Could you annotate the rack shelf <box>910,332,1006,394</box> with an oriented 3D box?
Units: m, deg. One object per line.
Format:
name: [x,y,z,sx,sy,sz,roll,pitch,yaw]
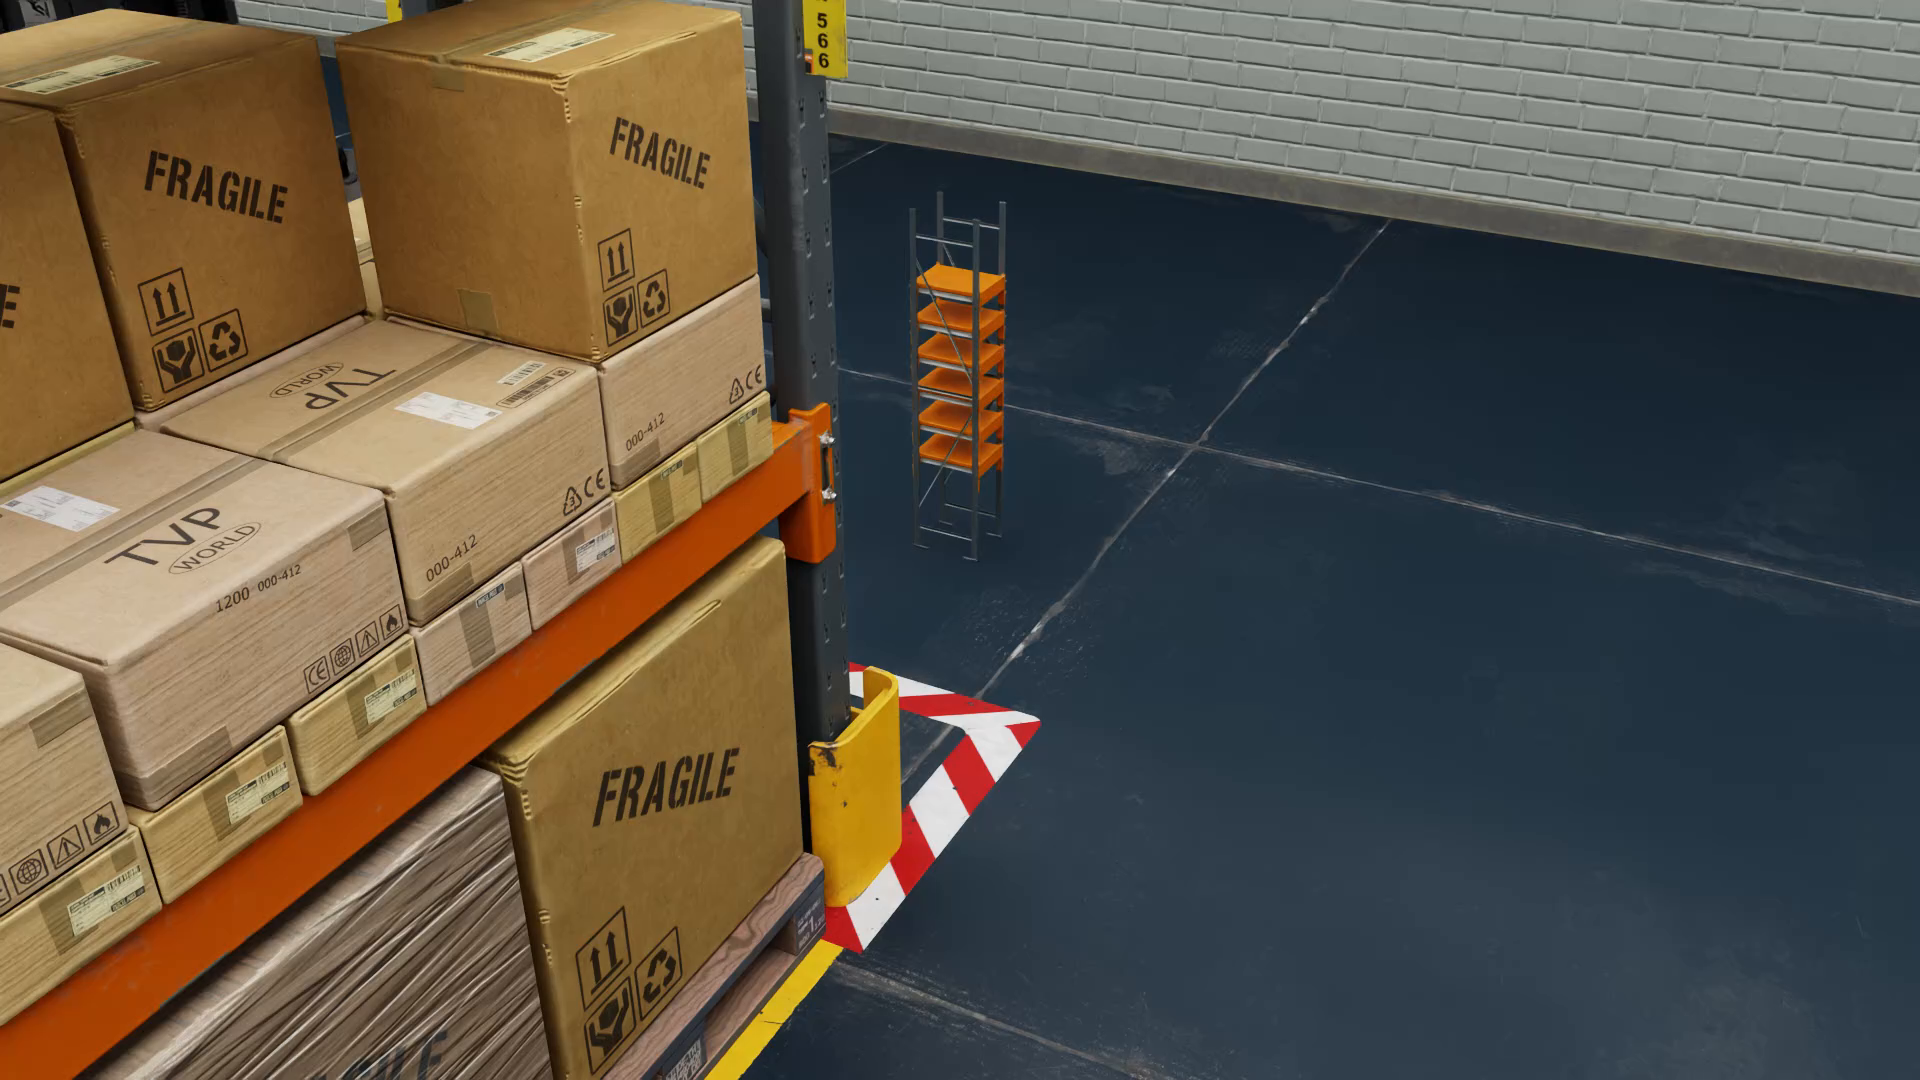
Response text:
rack shelf: [-0.007,-0.579,5.402,0.258,0.103,0.180,14,33,23]

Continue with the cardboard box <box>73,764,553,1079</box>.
cardboard box: [-1.374,0.875,2.926,0.875,0.875,0.875,14,33,23]

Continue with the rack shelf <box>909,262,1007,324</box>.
rack shelf: [-0.007,-0.788,5.283,0.258,0.103,0.180,14,33,23]

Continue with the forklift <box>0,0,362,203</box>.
forklift: [-3.248,-1.565,5.533,3.031,2.935,1.130,2,30,3]

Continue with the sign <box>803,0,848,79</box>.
sign: [-0.262,-1.045,3.157,0.100,0.325,0.005,14,33,23]

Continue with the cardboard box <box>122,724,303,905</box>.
cardboard box: [-1.190,0.340,2.398,0.380,0.149,0.250,14,33,23]

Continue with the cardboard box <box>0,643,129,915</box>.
cardboard box: [-1.421,0.324,2.026,0.500,0.250,0.500,14,33,23]

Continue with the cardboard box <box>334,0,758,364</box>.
cardboard box: [-0.727,-0.683,3.026,0.500,0.500,0.500,15,33,24]

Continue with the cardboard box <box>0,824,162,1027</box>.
cardboard box: [-1.305,0.449,2.207,0.380,0.149,0.250,15,33,24]

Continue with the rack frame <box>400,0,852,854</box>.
rack frame: [-0.739,-0.570,3.730,1.000,3.000,0.127,14,33,23]

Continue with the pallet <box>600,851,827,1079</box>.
pallet: [-1.034,1.012,3.776,1.003,0.211,1.213,14,33,23]

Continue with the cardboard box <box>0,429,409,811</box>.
cardboard box: [-1.187,0.092,2.430,0.500,0.250,0.500,13,32,22]

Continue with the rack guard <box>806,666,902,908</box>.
rack guard: [-0.728,0.504,4.371,1.175,0.500,0.348,14,33,23]

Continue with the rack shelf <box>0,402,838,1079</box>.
rack shelf: [-1.650,0.629,2.365,1.077,0.370,4.000,14,33,23]

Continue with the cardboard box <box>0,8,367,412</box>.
cardboard box: [-1.426,-0.586,2.857,0.500,0.500,0.500,13,33,22]

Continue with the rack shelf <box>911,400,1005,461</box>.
rack shelf: [-0.007,-0.371,5.522,0.258,0.103,0.180,14,33,23]

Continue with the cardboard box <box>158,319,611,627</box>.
cardboard box: [-0.955,-0.134,2.823,0.500,0.250,0.500,14,33,22]

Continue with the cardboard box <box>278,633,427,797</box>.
cardboard box: [-1.072,0.225,2.598,0.380,0.149,0.250,14,33,22]

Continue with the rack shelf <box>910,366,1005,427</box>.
rack shelf: [-0.007,-0.475,5.462,0.258,0.103,0.180,14,33,23]

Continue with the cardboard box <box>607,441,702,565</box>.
cardboard box: [-0.725,-0.113,3.186,0.380,0.149,0.250,15,33,24]

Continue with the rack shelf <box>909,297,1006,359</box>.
rack shelf: [-0.007,-0.683,5.343,0.258,0.103,0.180,14,33,23]

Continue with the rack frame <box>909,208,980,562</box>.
rack frame: [-0.048,-0.473,5.369,0.240,1.200,0.006,14,33,23]

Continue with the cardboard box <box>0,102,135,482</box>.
cardboard box: [-1.657,-0.355,2.454,0.500,0.500,0.500,13,32,22]

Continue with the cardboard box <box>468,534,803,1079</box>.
cardboard box: [-0.960,0.471,3.629,0.875,0.875,0.875,14,33,23]

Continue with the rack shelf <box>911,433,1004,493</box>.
rack shelf: [-0.007,-0.267,5.582,0.258,0.103,0.180,14,33,23]

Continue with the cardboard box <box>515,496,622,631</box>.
cardboard box: [-0.841,-0.001,2.992,0.380,0.149,0.250,14,33,23]

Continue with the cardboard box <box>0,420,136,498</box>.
cardboard box: [-1.661,-0.028,2.639,0.500,0.250,0.500,13,32,22]

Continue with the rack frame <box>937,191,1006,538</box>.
rack frame: [0.035,-0.554,5.511,0.240,1.200,0.006,14,33,23]

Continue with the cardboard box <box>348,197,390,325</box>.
cardboard box: [-1.198,-0.482,3.429,0.500,0.250,0.500,13,32,22]

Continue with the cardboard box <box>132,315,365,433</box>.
cardboard box: [-1.429,-0.250,3.025,0.500,0.250,0.500,14,33,23]

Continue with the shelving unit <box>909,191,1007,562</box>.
shelving unit: [-0.007,-0.514,5.440,0.258,1.200,0.189,14,33,23]

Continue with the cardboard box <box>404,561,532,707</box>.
cardboard box: [-0.956,0.109,2.800,0.380,0.149,0.250,15,33,24]

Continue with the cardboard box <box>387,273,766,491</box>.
cardboard box: [-0.724,-0.359,3.214,0.500,0.250,0.500,14,33,23]

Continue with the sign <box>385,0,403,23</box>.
sign: [-1.231,-1.108,3.718,0.100,0.325,0.005,14,33,23]

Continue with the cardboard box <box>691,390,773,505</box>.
cardboard box: [-0.608,-0.228,3.387,0.380,0.149,0.250,15,33,24]
